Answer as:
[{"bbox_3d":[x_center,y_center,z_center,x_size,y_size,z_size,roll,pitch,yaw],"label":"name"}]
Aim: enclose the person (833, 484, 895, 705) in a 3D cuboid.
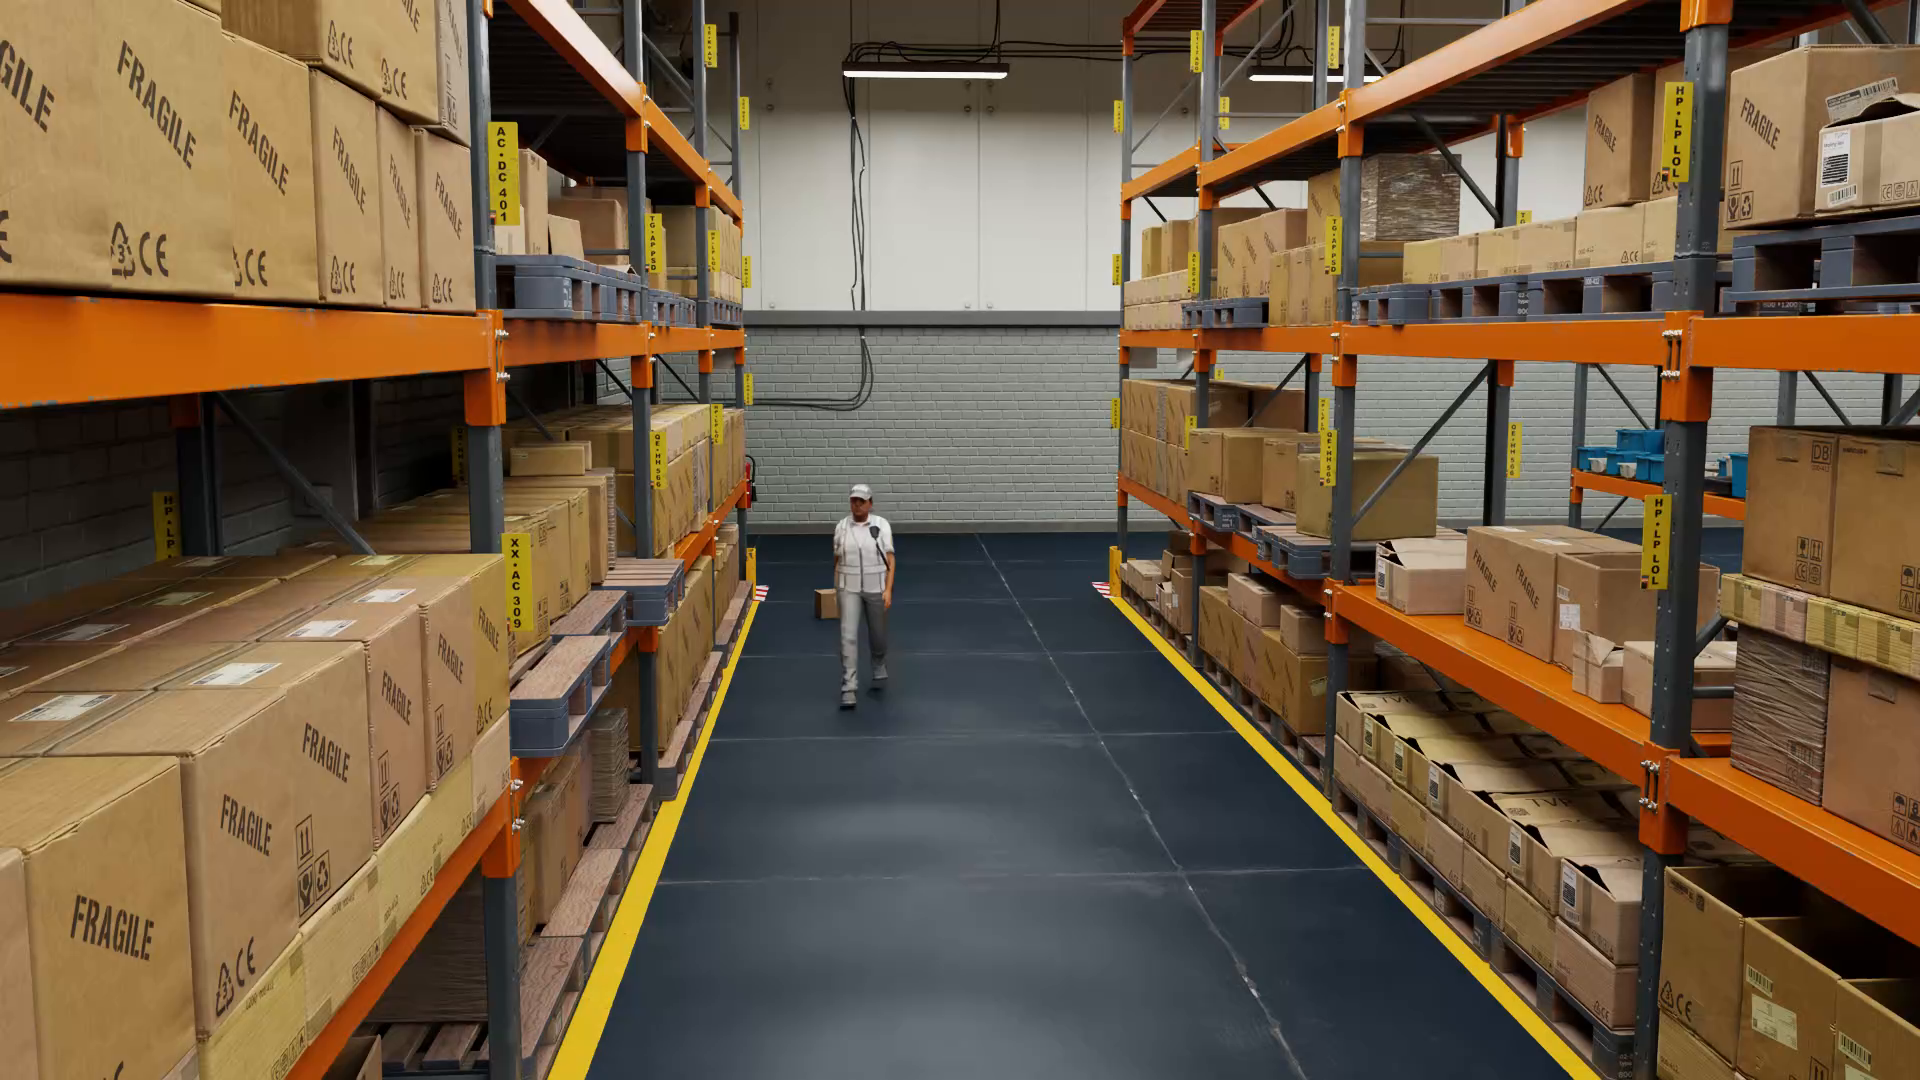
[{"bbox_3d":[-0.725,0.382,12.608,0.472,1.616,0.967,0,7,-3],"label":"person"}]
